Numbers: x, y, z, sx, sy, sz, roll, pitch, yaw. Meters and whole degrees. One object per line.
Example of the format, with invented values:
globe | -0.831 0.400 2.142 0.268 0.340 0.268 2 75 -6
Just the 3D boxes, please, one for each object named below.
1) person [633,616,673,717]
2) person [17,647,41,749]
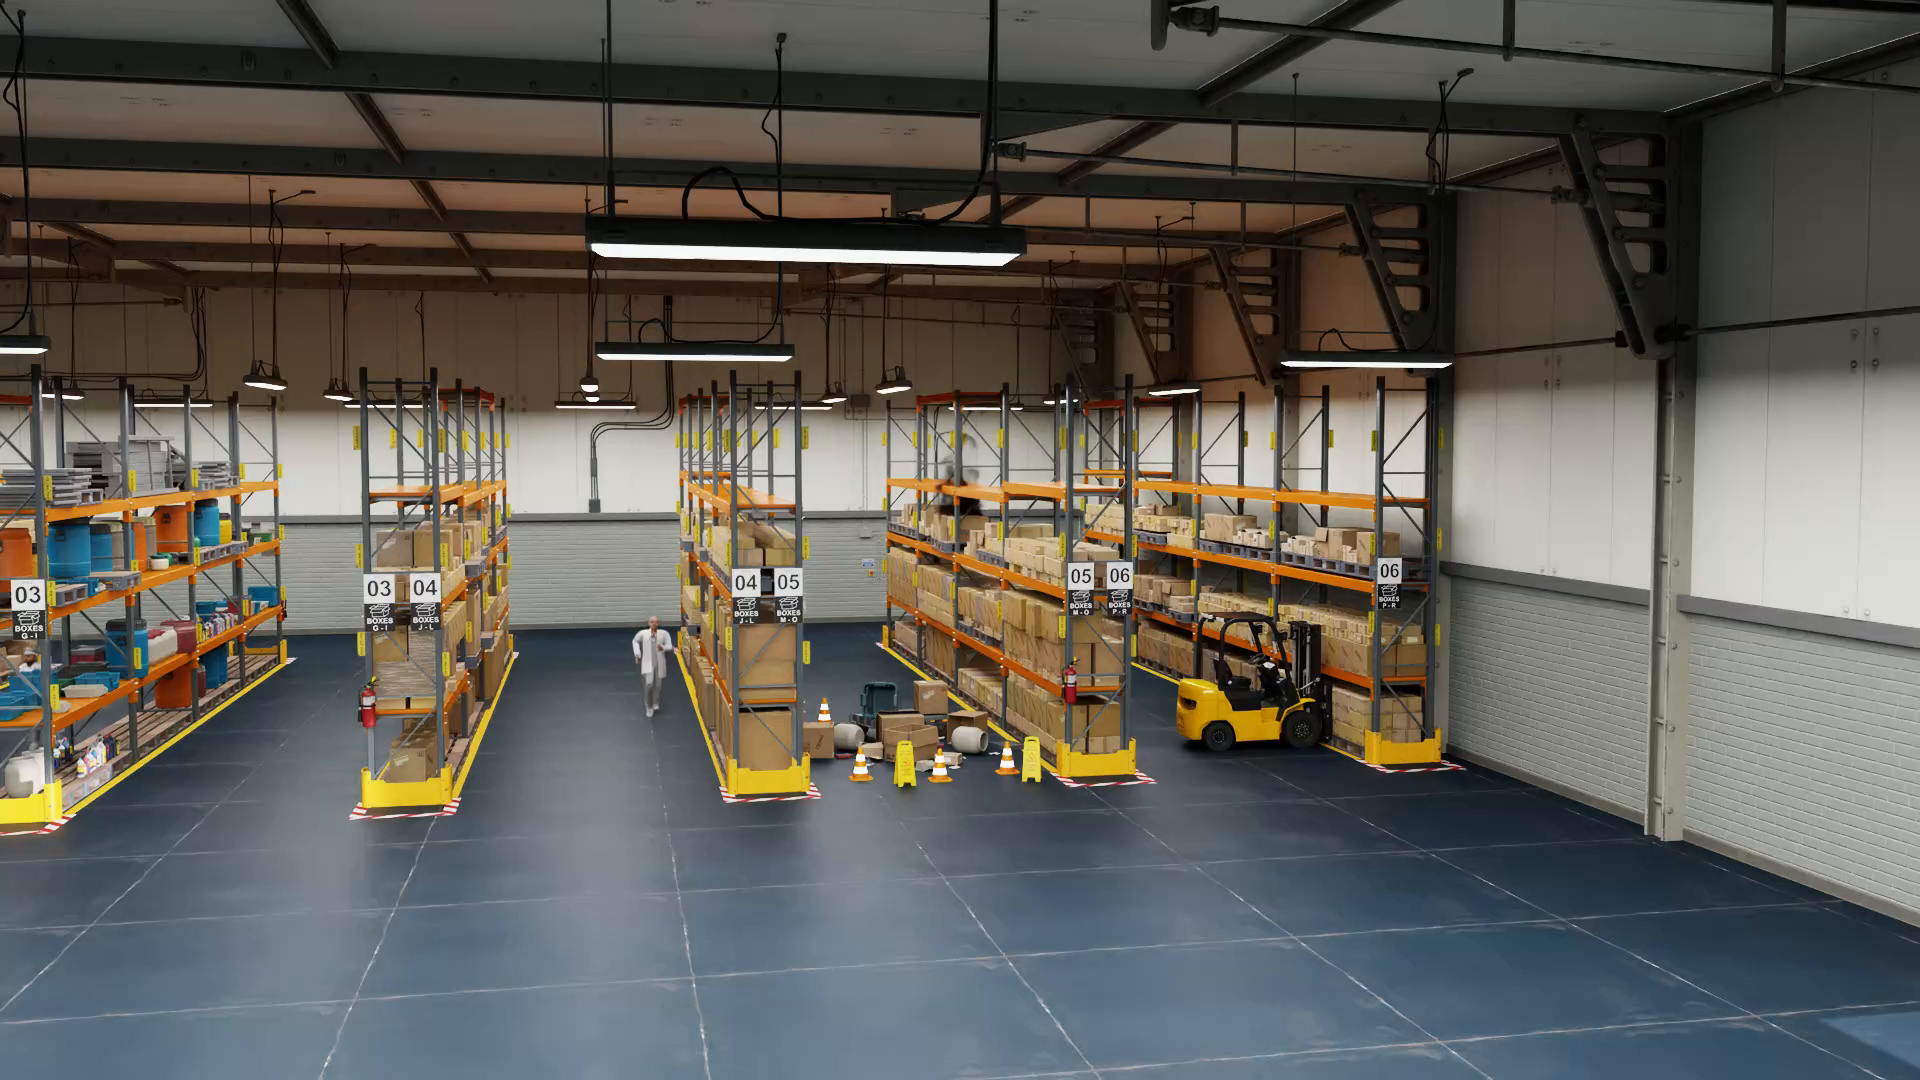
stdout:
person | -5.603 2.311 30.406 0.675 1.846 0.829 -1 4 -19
person | -15.086 2.567 27.038 0.566 1.670 0.571 -1 3 -10
